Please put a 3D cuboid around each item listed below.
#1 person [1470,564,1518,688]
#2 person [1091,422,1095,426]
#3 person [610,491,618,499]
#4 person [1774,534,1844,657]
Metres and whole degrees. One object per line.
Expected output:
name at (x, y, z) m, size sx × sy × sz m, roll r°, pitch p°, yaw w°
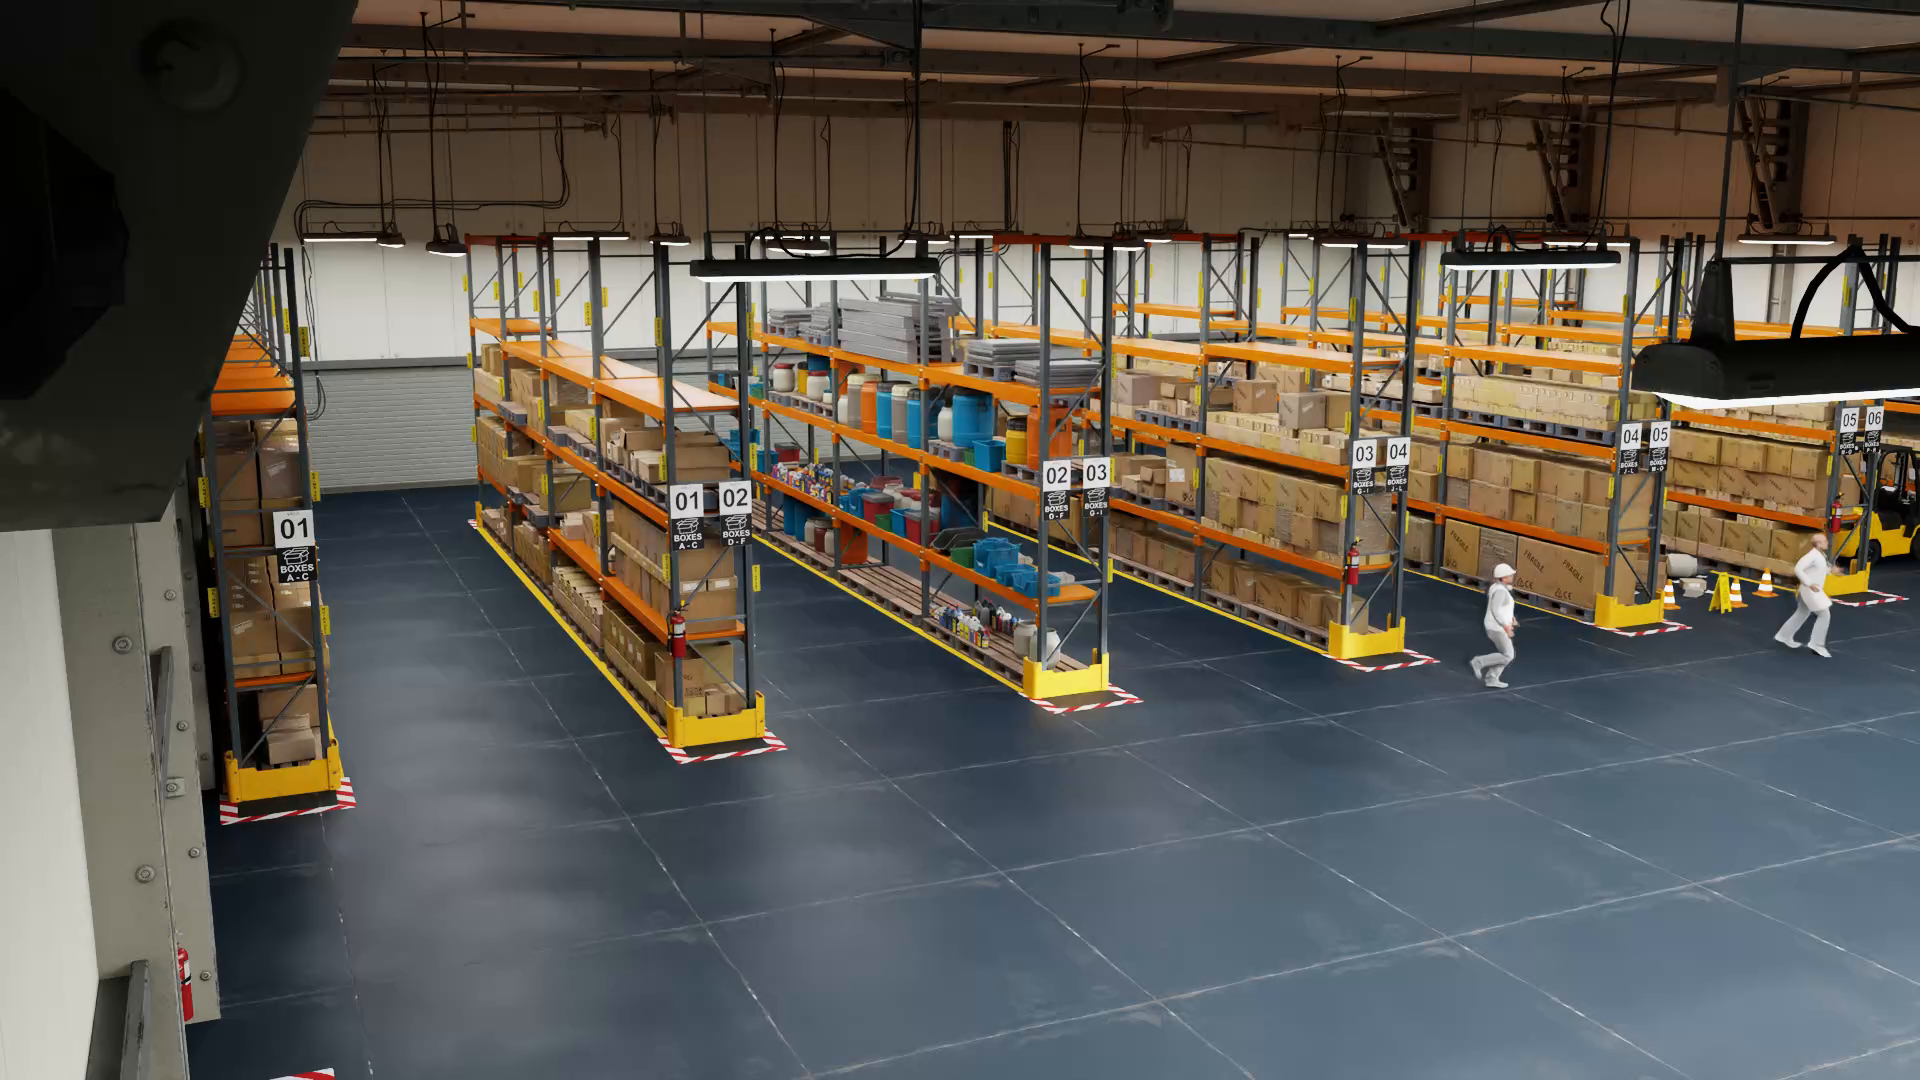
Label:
person at (7.304, 1.172, 22.612) m, size 0.573 × 1.725 × 0.646 m, roll 2°, pitch 11°, yaw 13°
person at (2.994, -1.955, 38.930) m, size 0.576 × 1.663 × 0.634 m, roll -4°, pitch 12°, yaw -20°
person at (-6.944, -0.963, 33.862) m, size 0.621 × 1.672 × 0.826 m, roll -9°, pitch 14°, yaw -38°
person at (12.444, 0.807, 24.352) m, size 0.824 × 1.842 × 0.702 m, roll 5°, pitch 12°, yaw 25°
